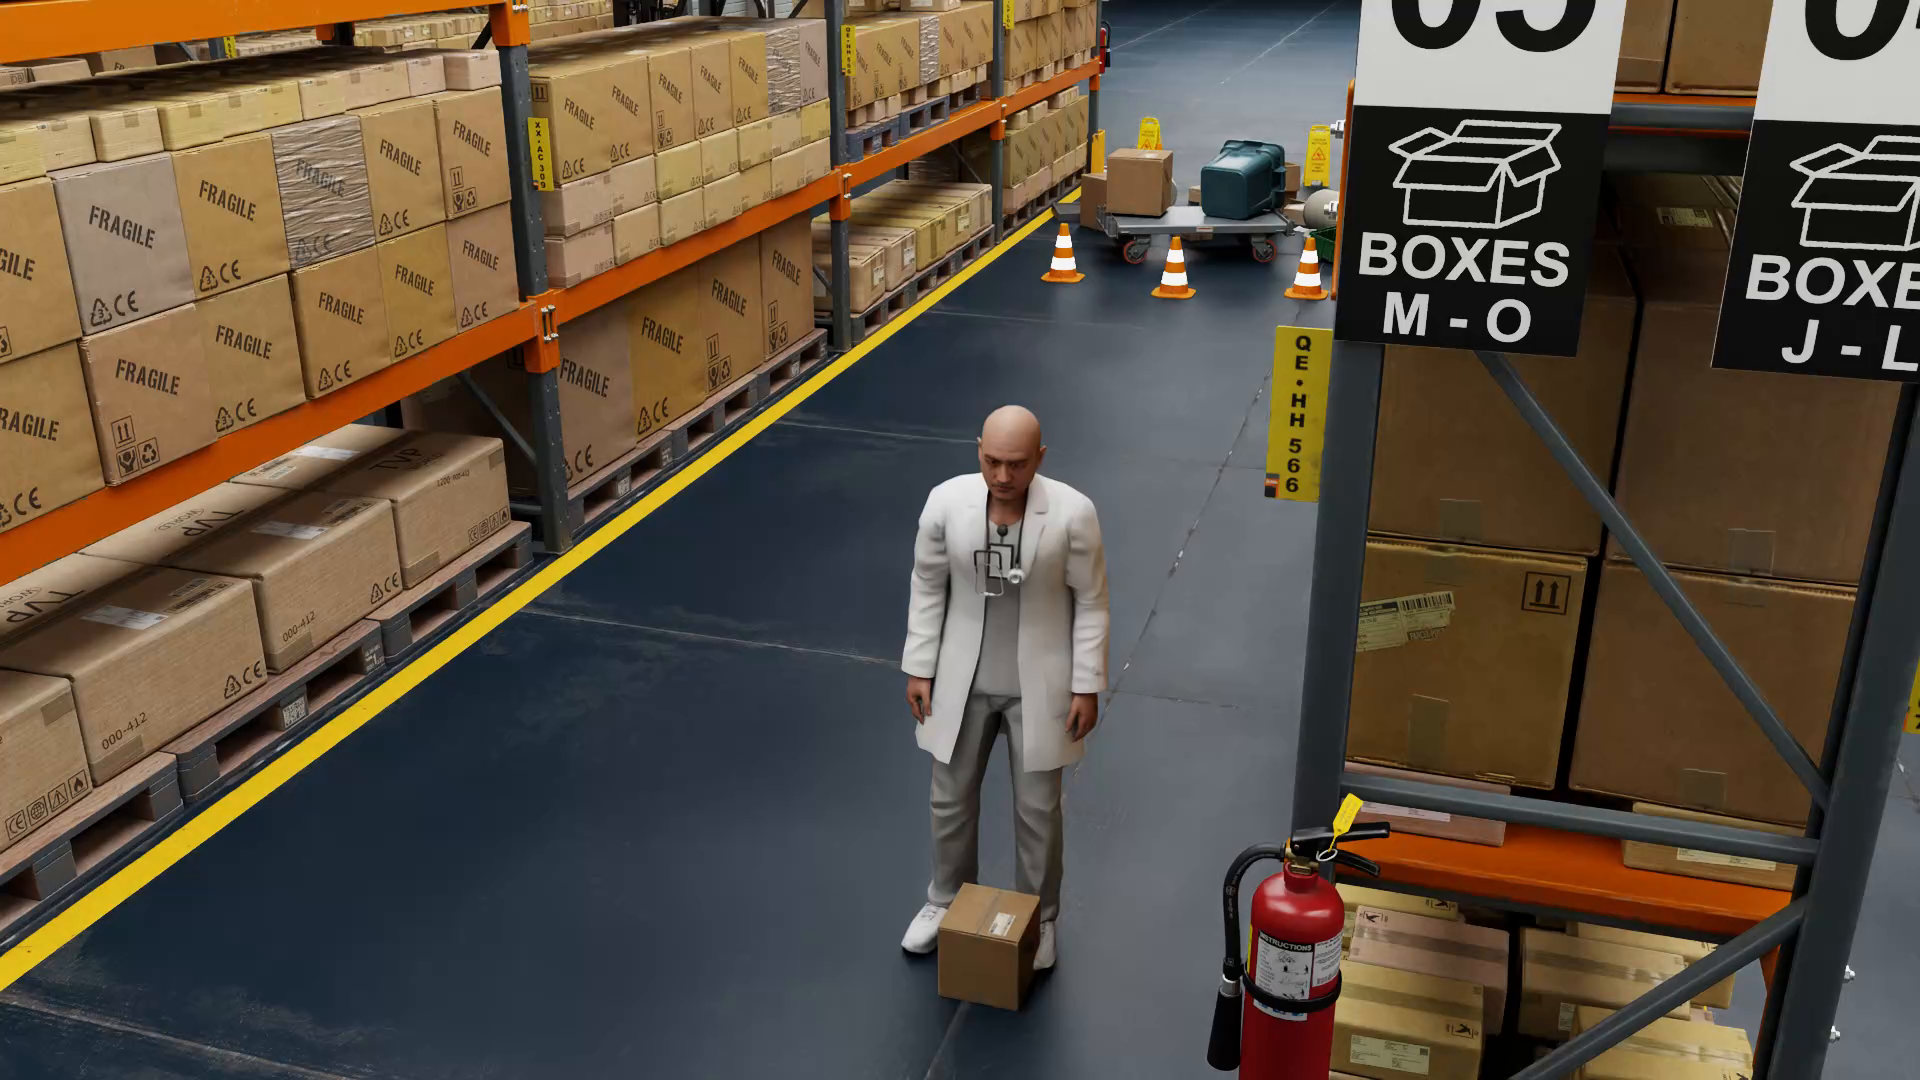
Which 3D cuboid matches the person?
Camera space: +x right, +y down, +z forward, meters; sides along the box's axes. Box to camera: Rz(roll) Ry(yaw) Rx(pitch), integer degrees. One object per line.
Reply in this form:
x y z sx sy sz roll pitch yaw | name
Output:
0.132 0.436 5.011 0.633 1.773 0.430 5 22 12 | person
